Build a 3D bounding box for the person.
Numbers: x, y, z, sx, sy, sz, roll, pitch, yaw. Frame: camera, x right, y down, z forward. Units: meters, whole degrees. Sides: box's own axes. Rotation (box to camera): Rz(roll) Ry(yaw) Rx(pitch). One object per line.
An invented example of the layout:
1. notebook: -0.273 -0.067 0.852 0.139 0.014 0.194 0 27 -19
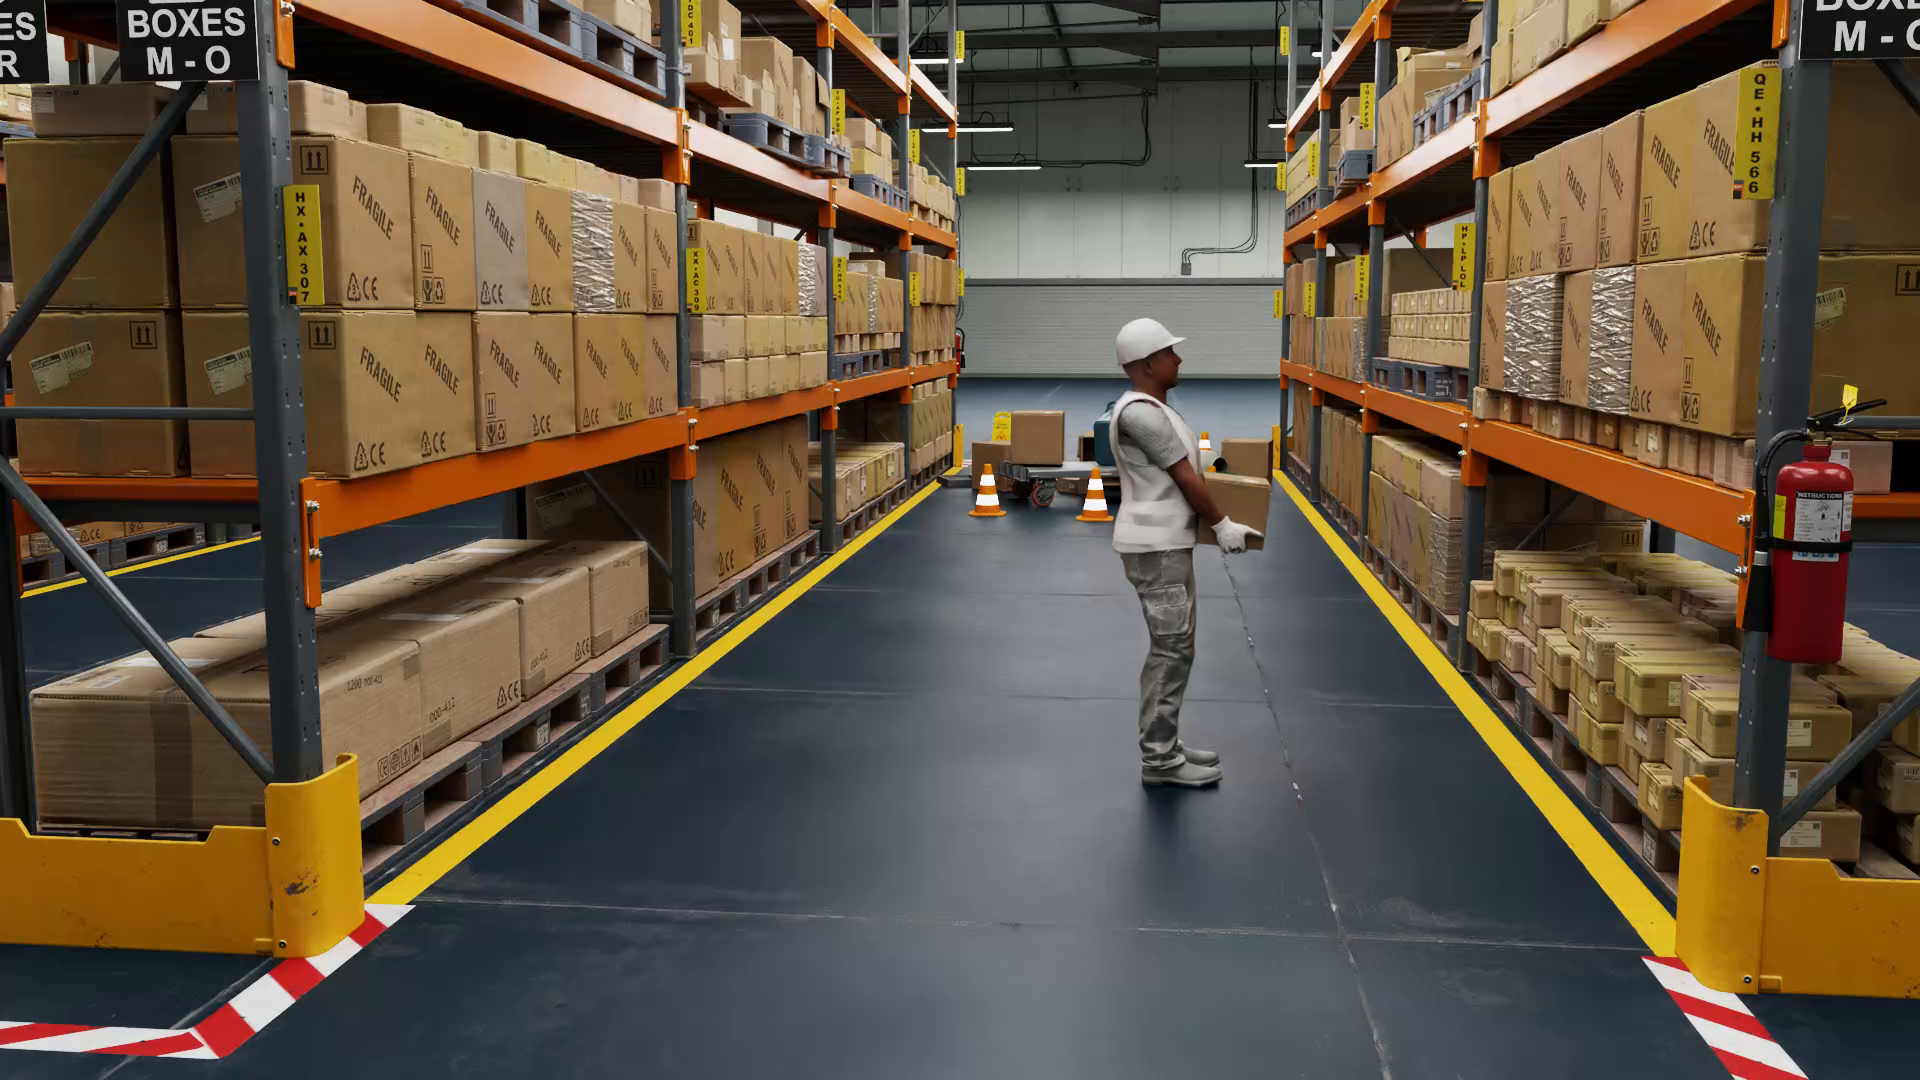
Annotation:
1. person: 0.865 0.041 6.417 0.584 1.779 0.487 1 8 6
